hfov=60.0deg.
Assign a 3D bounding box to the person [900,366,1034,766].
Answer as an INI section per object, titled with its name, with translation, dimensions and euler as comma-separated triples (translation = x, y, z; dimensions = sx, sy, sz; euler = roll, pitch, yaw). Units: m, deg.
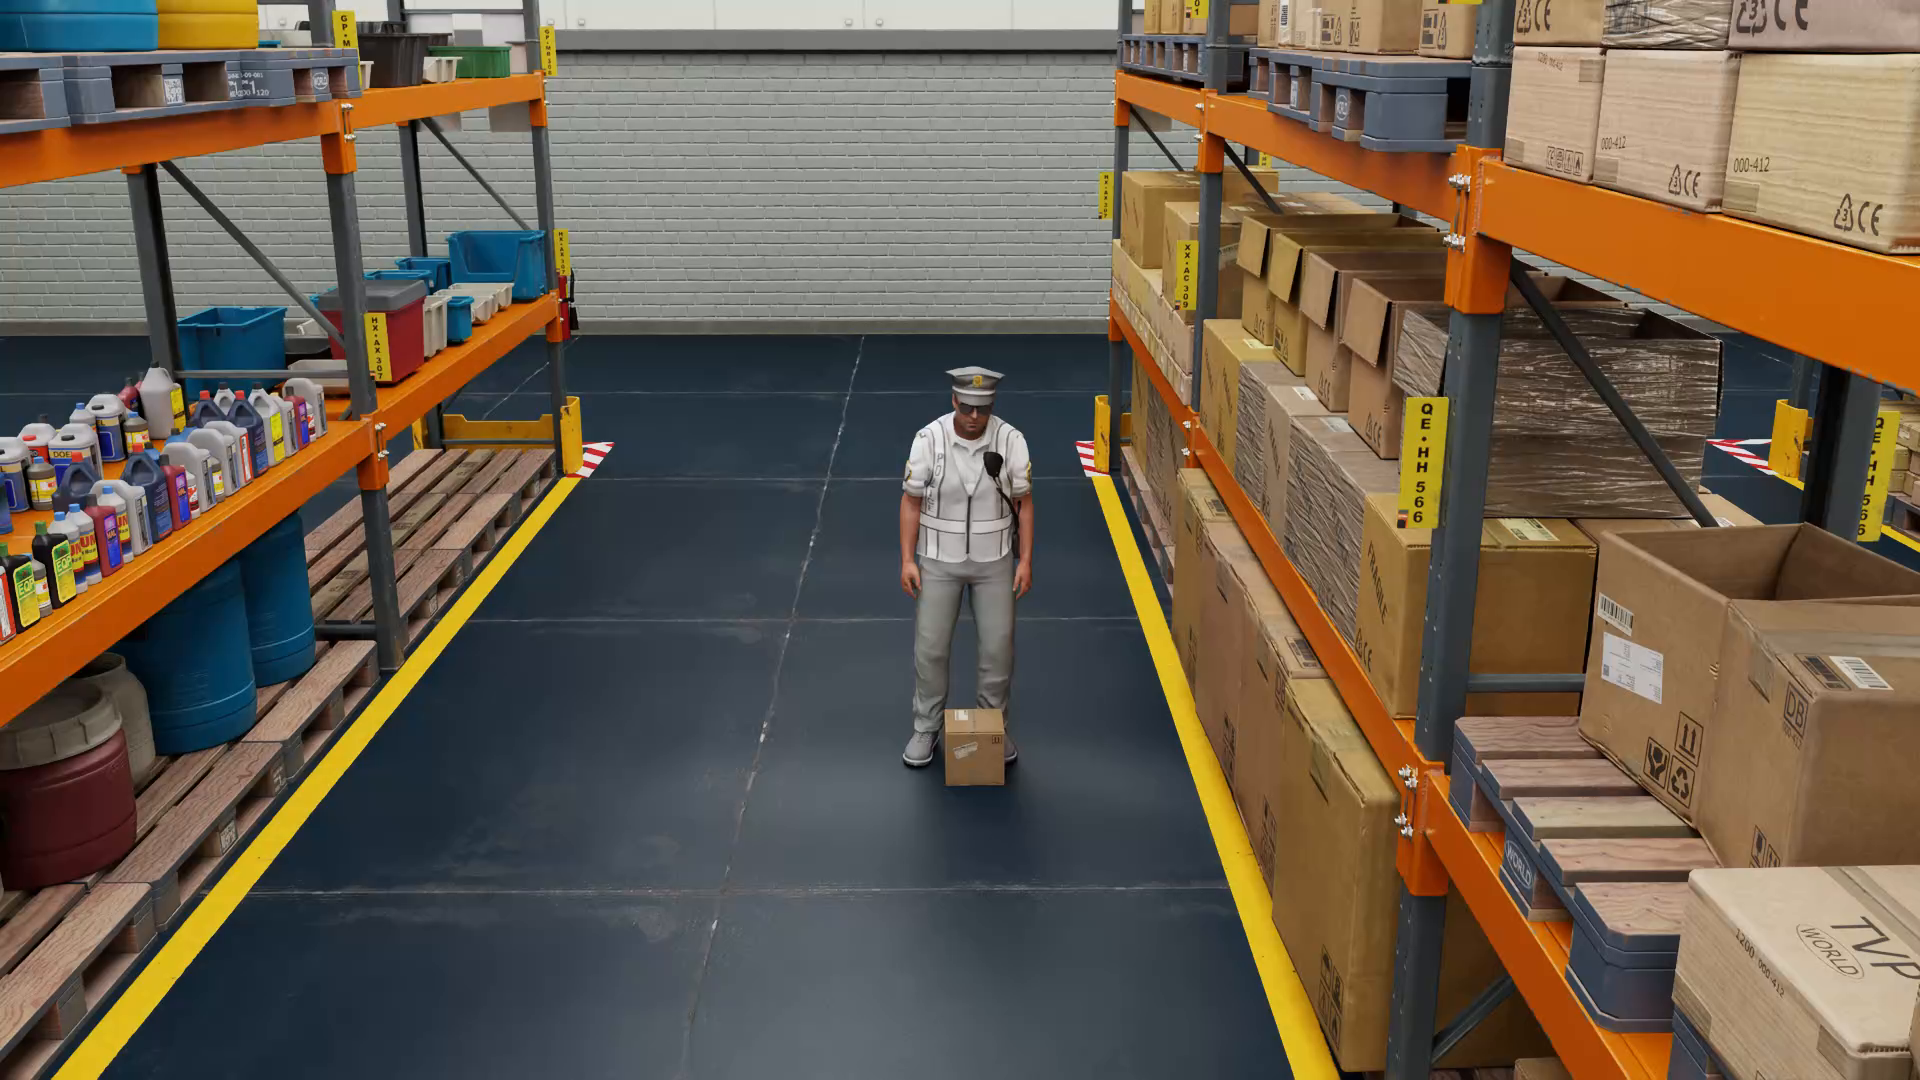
[person]
translation = 0.030, 0.095, 7.220
dimensions = 0.584, 1.747, 0.440
euler = -1, 17, -3
